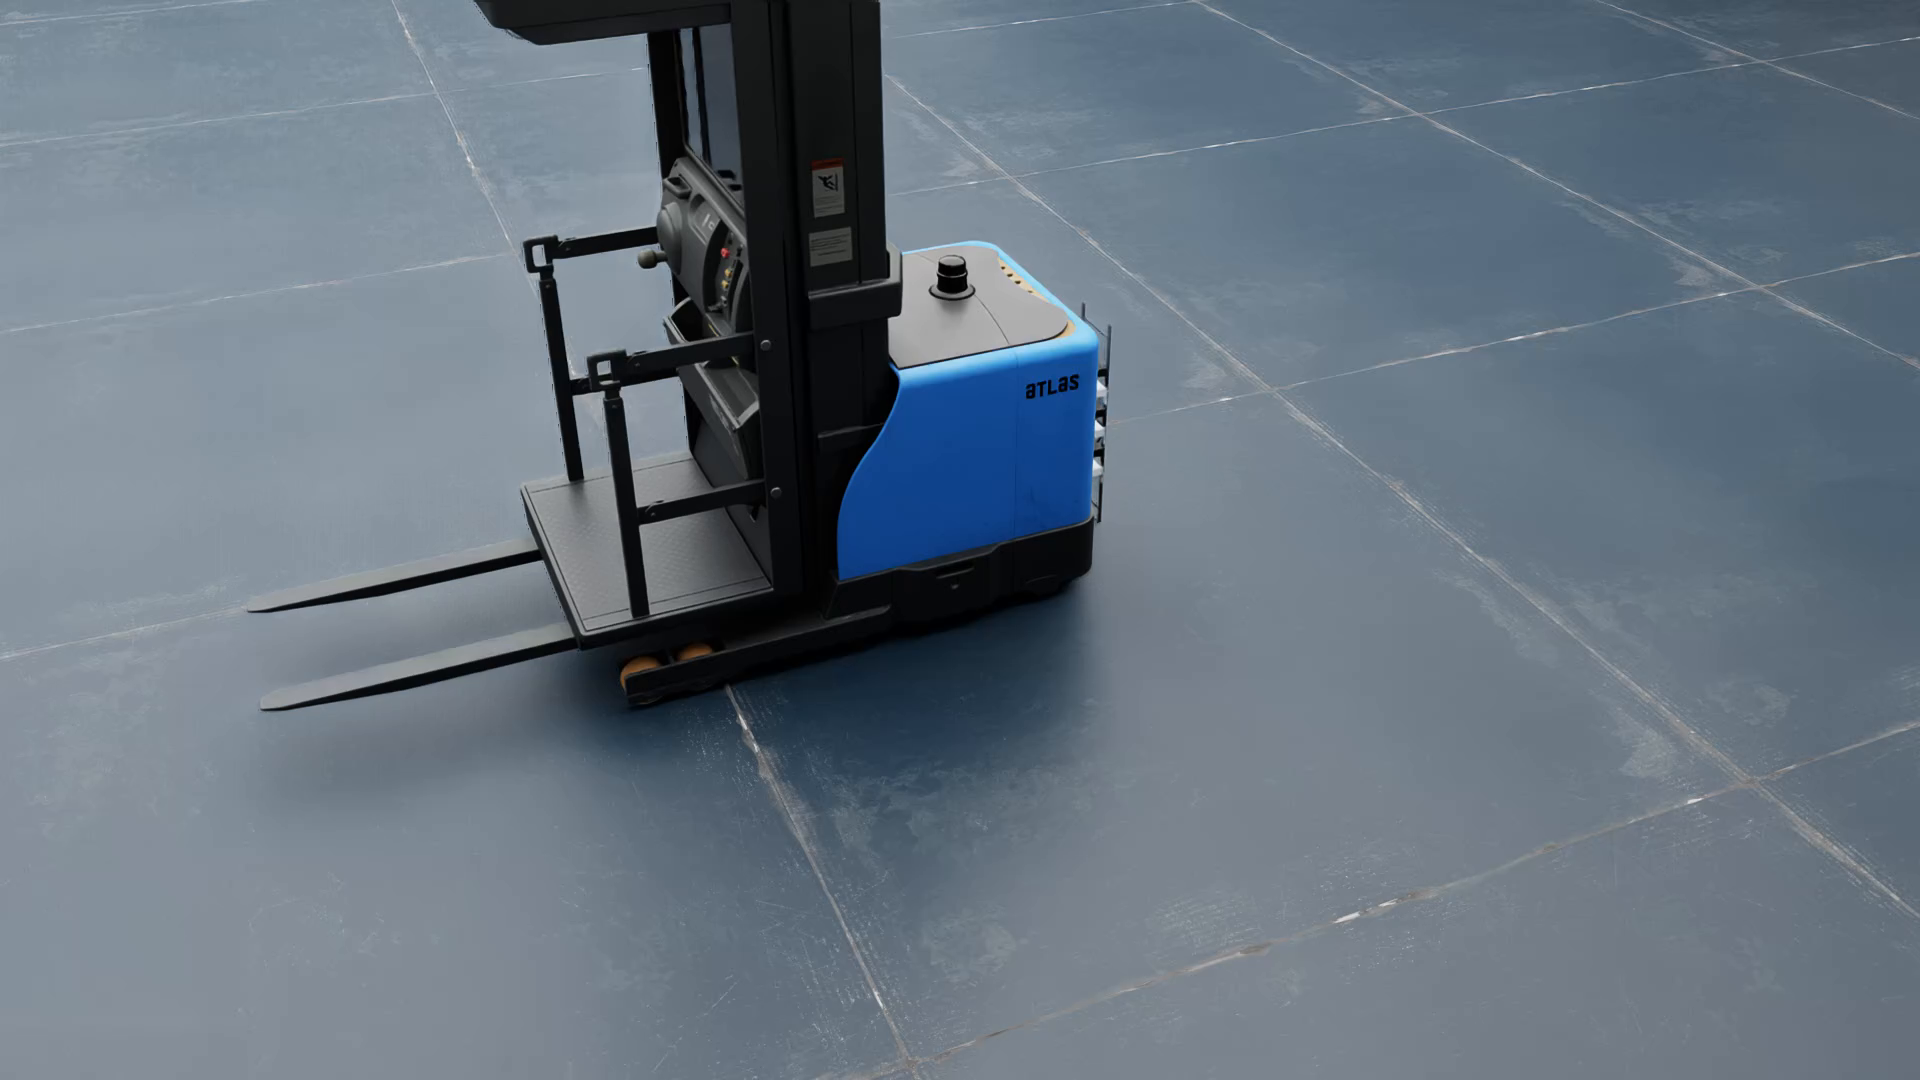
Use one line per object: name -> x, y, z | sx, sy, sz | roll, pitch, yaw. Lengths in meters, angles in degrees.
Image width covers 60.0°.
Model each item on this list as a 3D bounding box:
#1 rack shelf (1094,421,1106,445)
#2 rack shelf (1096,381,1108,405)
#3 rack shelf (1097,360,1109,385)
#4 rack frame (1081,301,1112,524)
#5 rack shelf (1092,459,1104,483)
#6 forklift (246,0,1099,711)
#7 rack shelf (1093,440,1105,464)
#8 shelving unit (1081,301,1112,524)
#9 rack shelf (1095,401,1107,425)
rack shelf -> 0.436, -0.453, 6.682 | 0.200, 0.077, 0.258 | -13, 35, -20
rack shelf -> 0.436, -0.604, 6.584 | 0.200, 0.077, 0.258 | -13, 35, -20
rack shelf -> 0.436, -0.679, 6.535 | 0.200, 0.077, 0.258 | -13, 35, -20
rack frame -> 0.530, -0.503, 6.698 | 0.006, 0.900, 0.240 | -13, 35, -20
rack shelf -> 0.436, -0.302, 6.780 | 0.200, 0.077, 0.258 | -13, 35, -20
forklift -> -1.051, -0.978, 5.566 | 3.031, 2.935, 1.130 | -13, 35, -20
rack shelf -> 0.436, -0.377, 6.731 | 0.200, 0.077, 0.258 | -13, 35, -20
shelving unit -> 0.436, -0.481, 6.664 | 0.210, 0.900, 0.258 | -13, 35, -20
rack shelf -> 0.436, -0.528, 6.633 | 0.200, 0.077, 0.258 | -13, 35, -20
